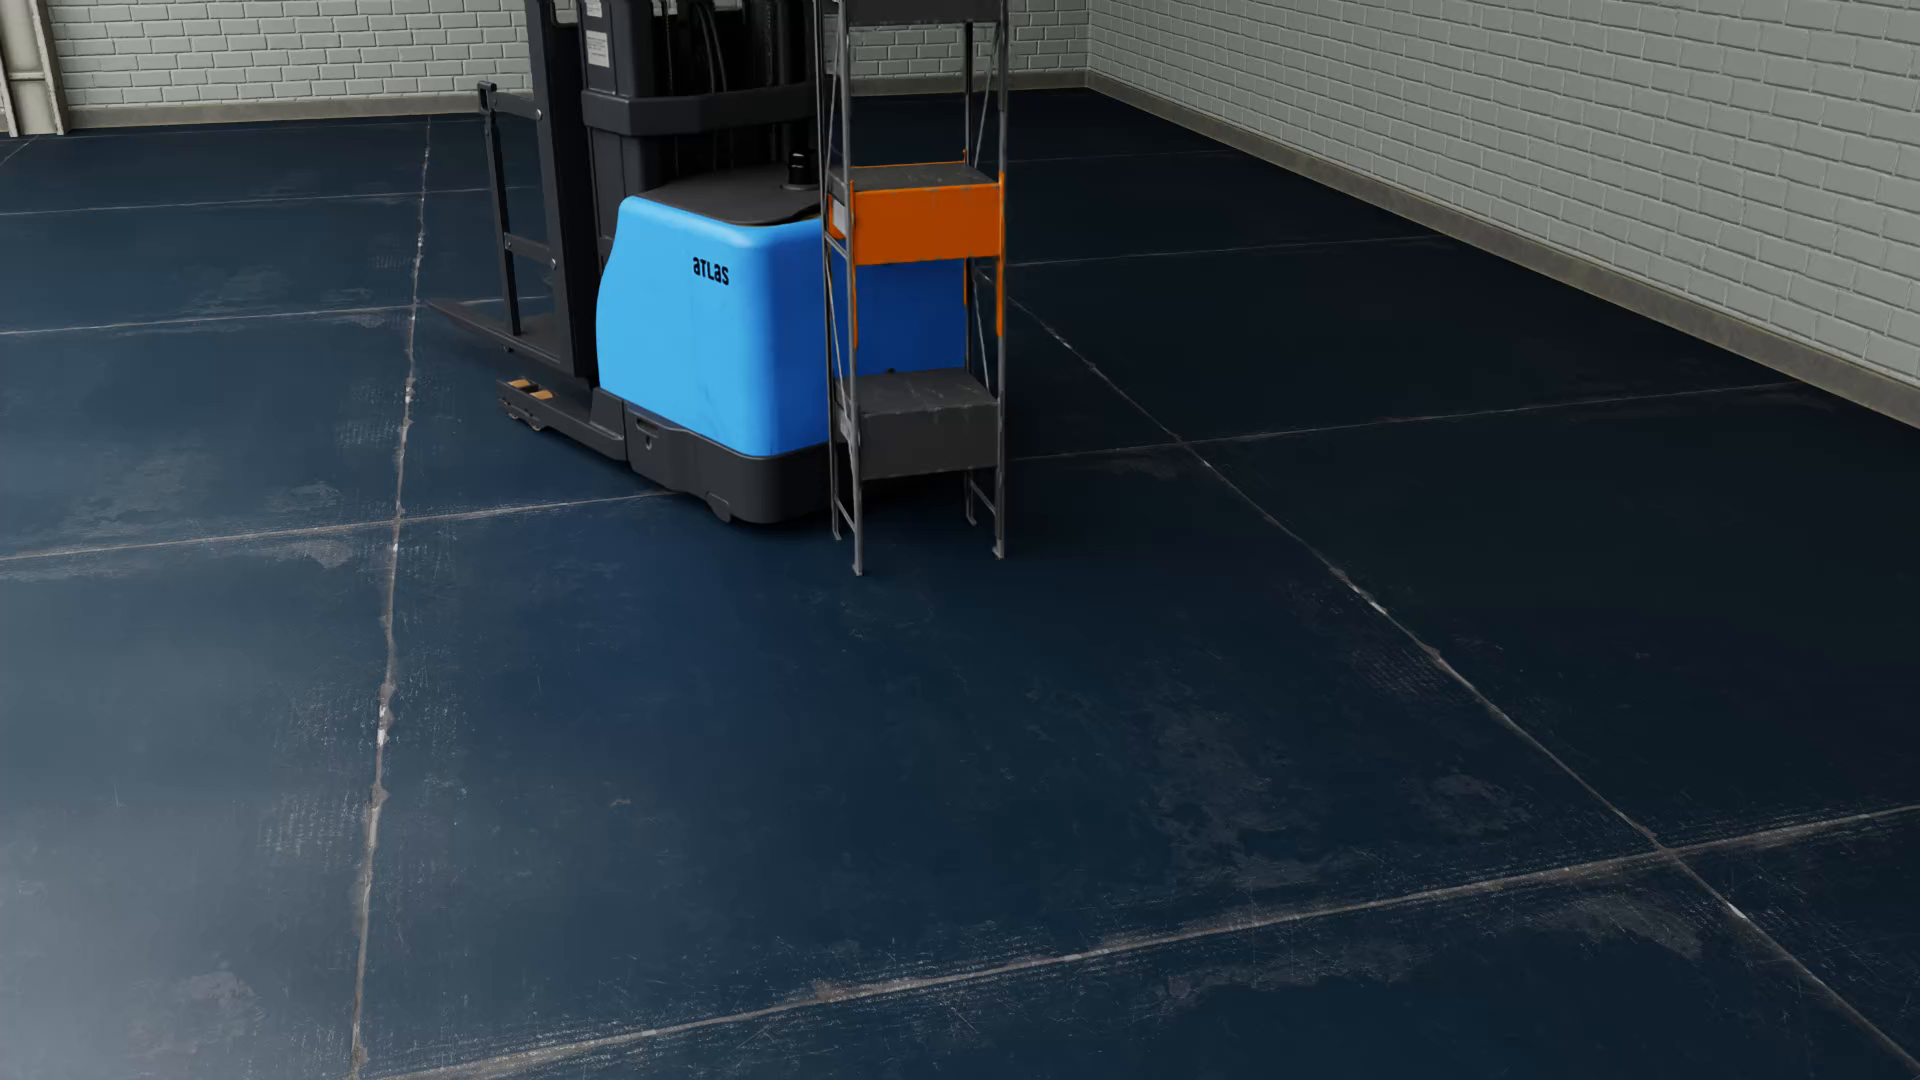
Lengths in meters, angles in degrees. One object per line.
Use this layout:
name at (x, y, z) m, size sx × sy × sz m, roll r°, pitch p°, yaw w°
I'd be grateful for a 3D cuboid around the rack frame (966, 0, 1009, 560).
rack frame at (0.082, -0.974, 5.353) m, size 0.015 × 2.100 × 0.400 m, roll -7°, pitch 24°, yaw -15°

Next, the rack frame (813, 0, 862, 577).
rack frame at (-0.387, -0.919, 5.227) m, size 0.015 × 2.100 × 0.400 m, roll -7°, pitch 24°, yaw -15°

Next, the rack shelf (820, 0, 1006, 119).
rack shelf at (-0.154, -1.577, 5.020) m, size 0.480 × 0.518 × 0.431 m, roll -7°, pitch 24°, yaw -15°

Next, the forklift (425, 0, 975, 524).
forklift at (-1.275, -1.906, 6.474) m, size 1.130 × 2.935 × 3.031 m, roll -19°, pitch 30°, yaw -37°

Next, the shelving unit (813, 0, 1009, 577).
shelving unit at (-0.152, -0.946, 5.290) m, size 0.503 × 2.100 × 0.431 m, roll -7°, pitch 24°, yaw -15°

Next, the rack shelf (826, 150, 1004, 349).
rack shelf at (-0.152, -0.934, 5.295) m, size 0.480 × 0.518 × 0.431 m, roll -7°, pitch 24°, yaw -15°

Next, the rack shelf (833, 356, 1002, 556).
rack shelf at (-0.151, -0.290, 5.571) m, size 0.480 × 0.518 × 0.431 m, roll -7°, pitch 24°, yaw -15°

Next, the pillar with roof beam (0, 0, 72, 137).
pillar with roof beam at (-6.243, -5.788, 7.827) m, size 0.400 × 9.000 × 9.100 m, roll -6°, pitch 24°, yaw -14°
